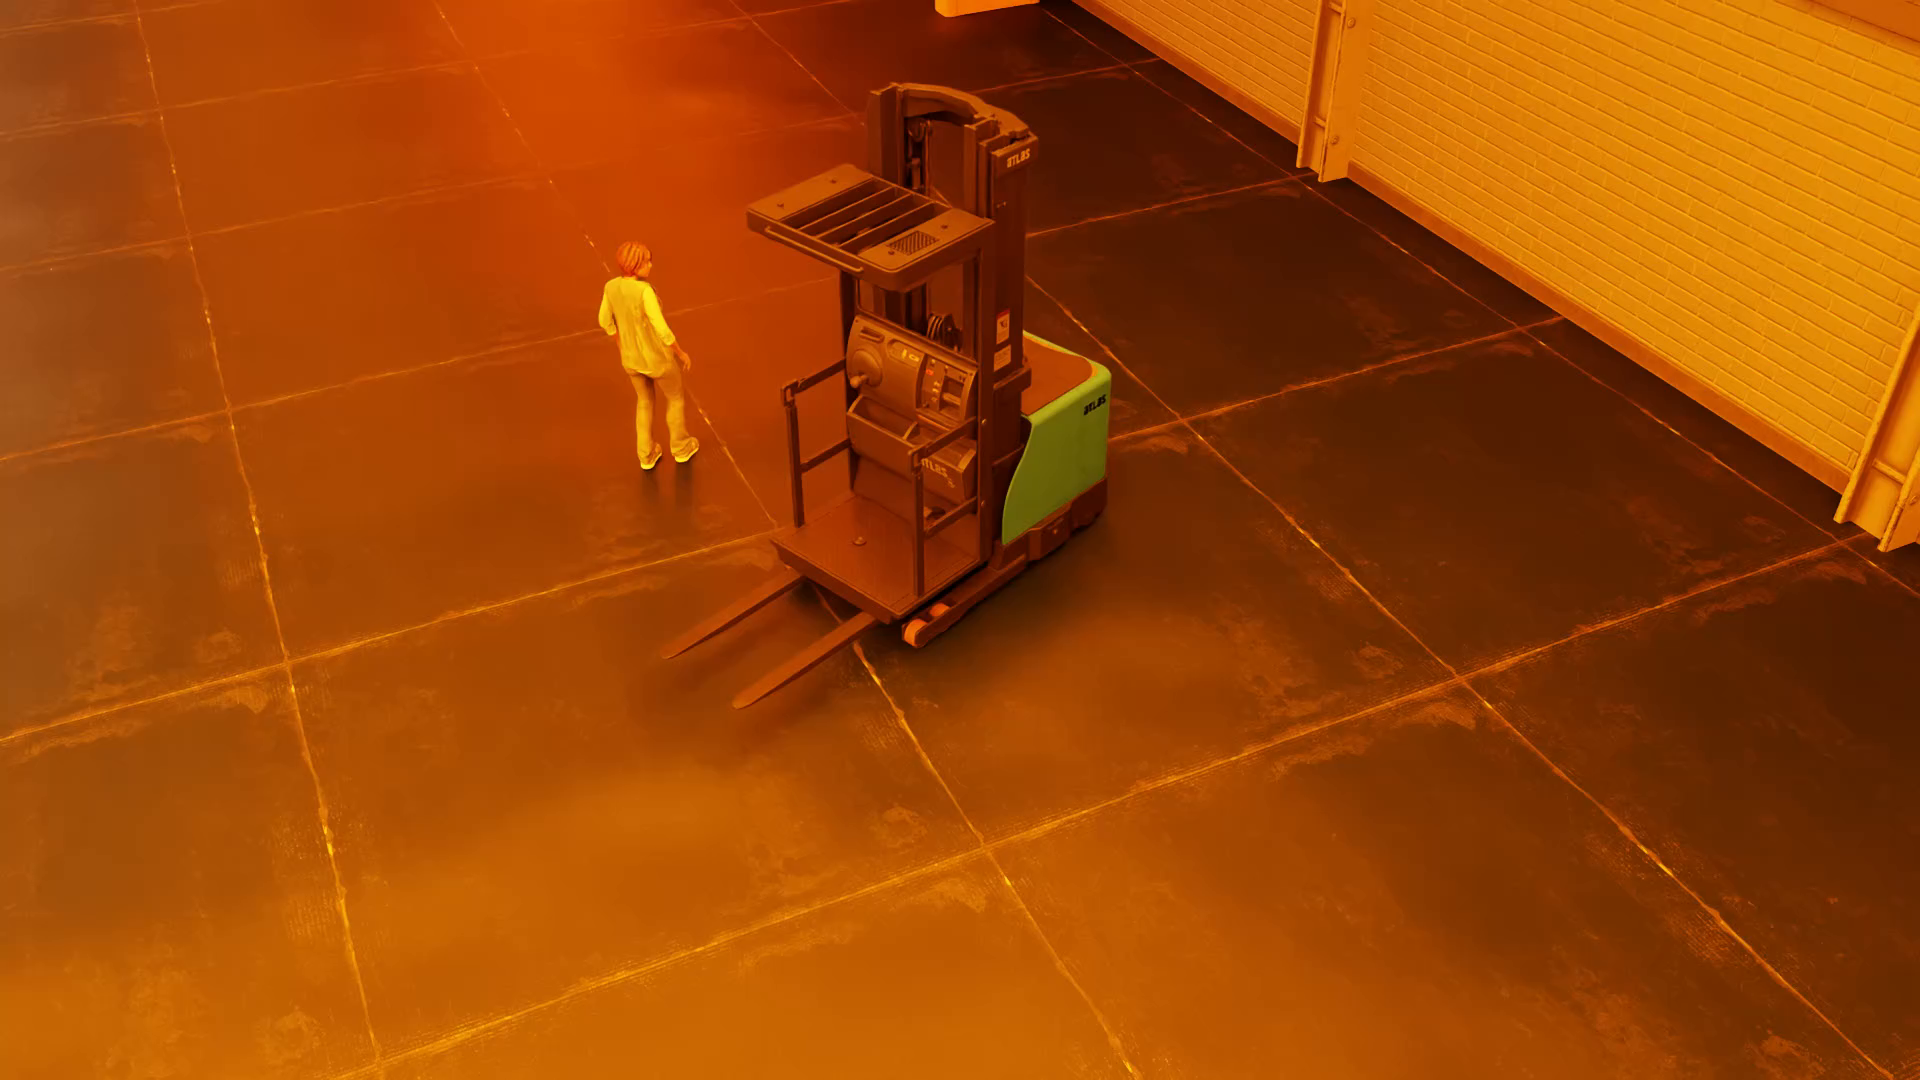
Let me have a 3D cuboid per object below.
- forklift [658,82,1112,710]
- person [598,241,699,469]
[{"bbox_3d":[-0.423,-0.894,9.248,1.130,2.935,3.031,28,45,32],"label":"forklift"},{"bbox_3d":[-2.007,-1.200,10.789,0.618,1.581,0.449,15,39,19],"label":"person"}]
